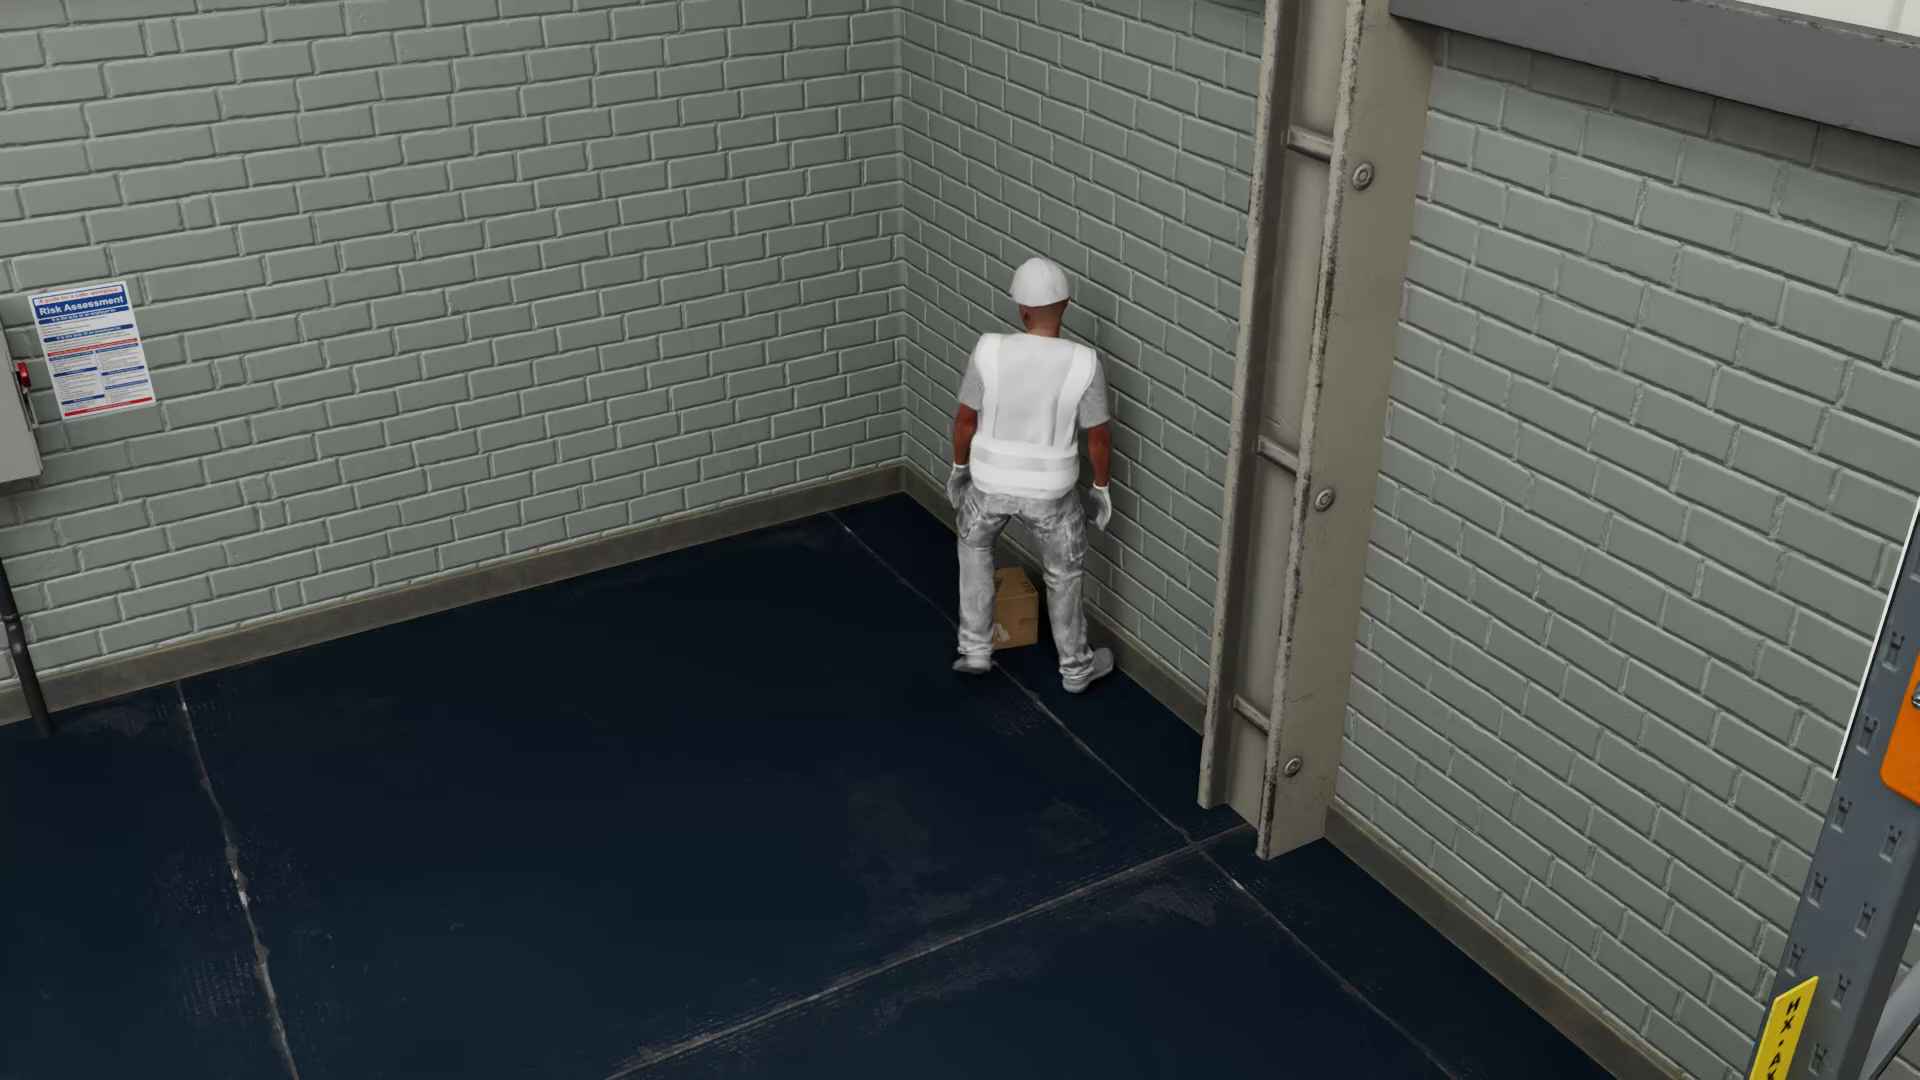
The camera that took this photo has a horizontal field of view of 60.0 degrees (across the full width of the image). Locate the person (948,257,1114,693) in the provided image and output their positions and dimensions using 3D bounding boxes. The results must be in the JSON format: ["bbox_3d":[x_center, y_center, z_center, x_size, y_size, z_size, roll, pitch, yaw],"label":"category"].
[{"bbox_3d":[0.287,-0.209,6.473,0.682,1.800,0.412,5,29,9],"label":"person"}]
